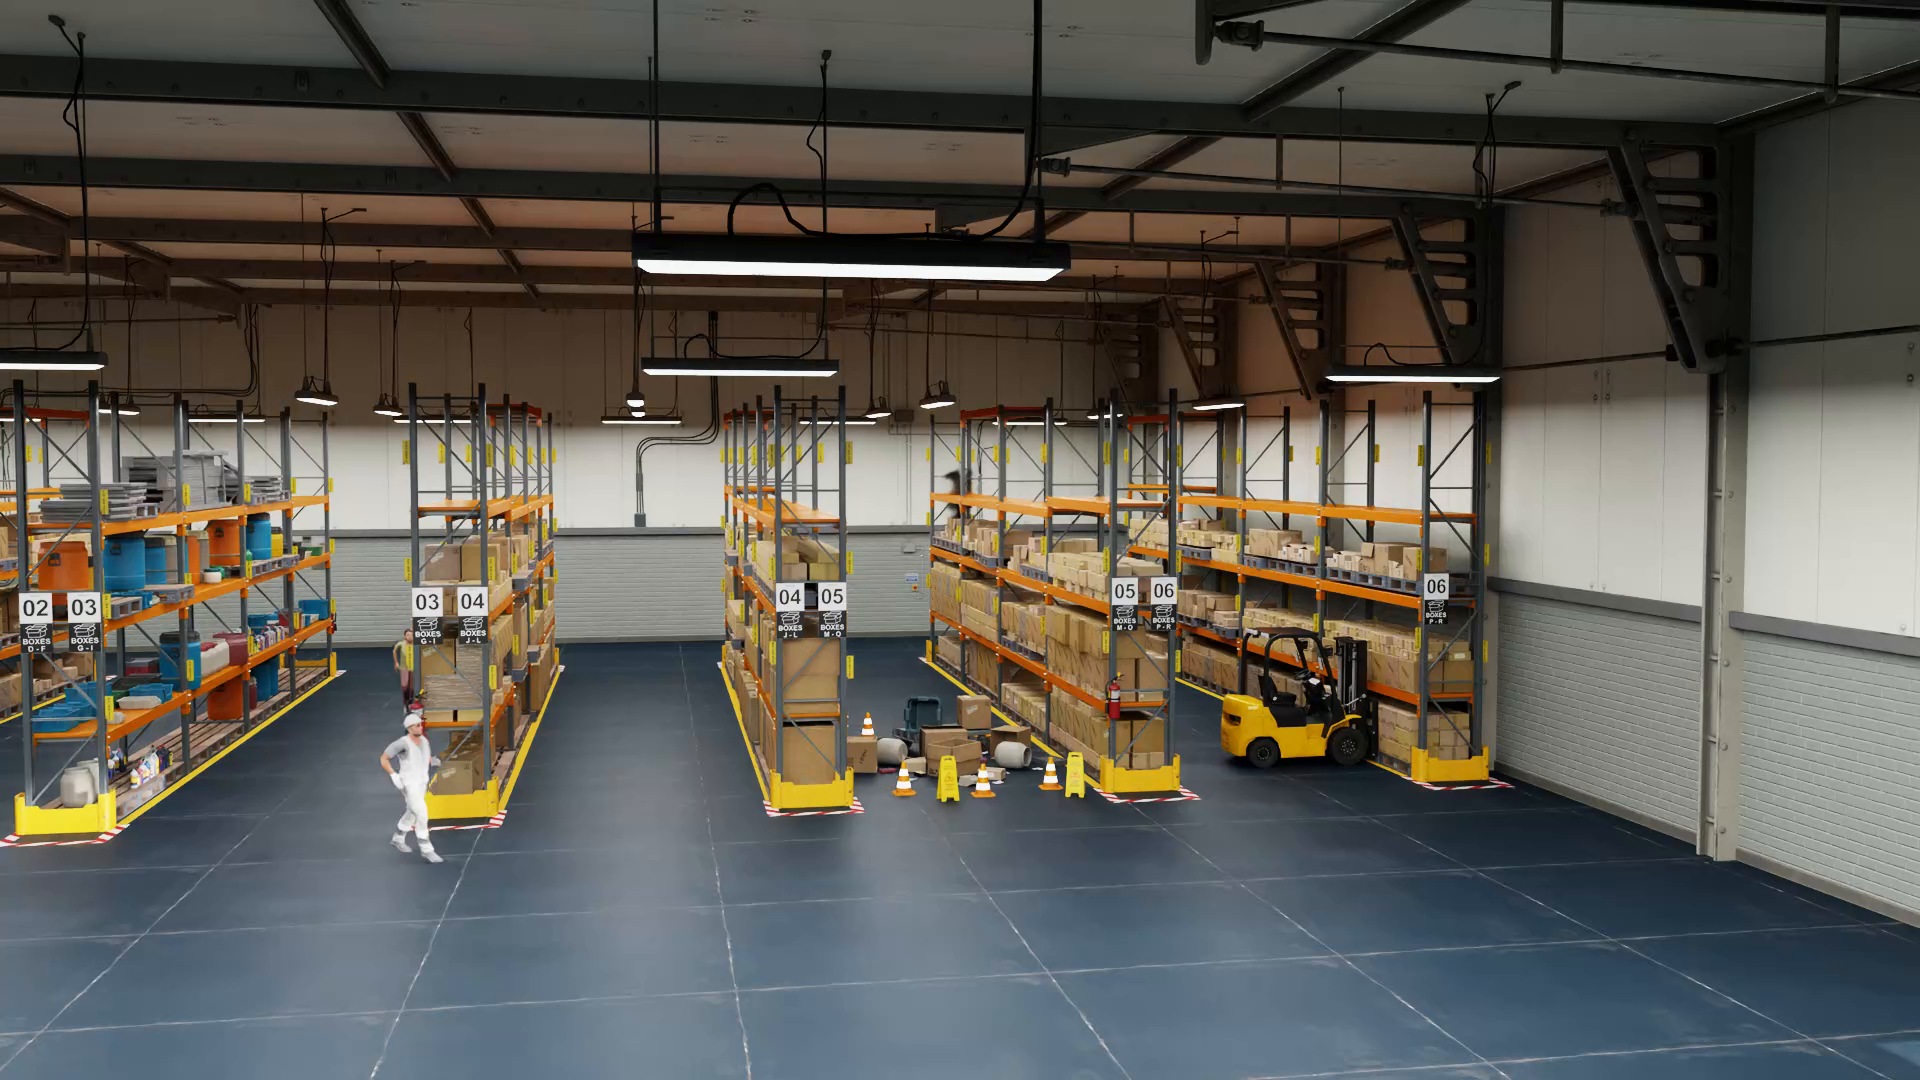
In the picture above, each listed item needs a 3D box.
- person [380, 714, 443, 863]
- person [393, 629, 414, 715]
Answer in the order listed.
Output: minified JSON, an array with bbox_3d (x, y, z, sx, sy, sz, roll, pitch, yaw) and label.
[{"bbox_3d":[-6.767,3.055,20.546,0.835,1.824,0.692,1,3,20],"label":"person"},{"bbox_3d":[-10.725,2.548,32.330,0.527,1.671,0.792,-1,3,-24],"label":"person"}]
